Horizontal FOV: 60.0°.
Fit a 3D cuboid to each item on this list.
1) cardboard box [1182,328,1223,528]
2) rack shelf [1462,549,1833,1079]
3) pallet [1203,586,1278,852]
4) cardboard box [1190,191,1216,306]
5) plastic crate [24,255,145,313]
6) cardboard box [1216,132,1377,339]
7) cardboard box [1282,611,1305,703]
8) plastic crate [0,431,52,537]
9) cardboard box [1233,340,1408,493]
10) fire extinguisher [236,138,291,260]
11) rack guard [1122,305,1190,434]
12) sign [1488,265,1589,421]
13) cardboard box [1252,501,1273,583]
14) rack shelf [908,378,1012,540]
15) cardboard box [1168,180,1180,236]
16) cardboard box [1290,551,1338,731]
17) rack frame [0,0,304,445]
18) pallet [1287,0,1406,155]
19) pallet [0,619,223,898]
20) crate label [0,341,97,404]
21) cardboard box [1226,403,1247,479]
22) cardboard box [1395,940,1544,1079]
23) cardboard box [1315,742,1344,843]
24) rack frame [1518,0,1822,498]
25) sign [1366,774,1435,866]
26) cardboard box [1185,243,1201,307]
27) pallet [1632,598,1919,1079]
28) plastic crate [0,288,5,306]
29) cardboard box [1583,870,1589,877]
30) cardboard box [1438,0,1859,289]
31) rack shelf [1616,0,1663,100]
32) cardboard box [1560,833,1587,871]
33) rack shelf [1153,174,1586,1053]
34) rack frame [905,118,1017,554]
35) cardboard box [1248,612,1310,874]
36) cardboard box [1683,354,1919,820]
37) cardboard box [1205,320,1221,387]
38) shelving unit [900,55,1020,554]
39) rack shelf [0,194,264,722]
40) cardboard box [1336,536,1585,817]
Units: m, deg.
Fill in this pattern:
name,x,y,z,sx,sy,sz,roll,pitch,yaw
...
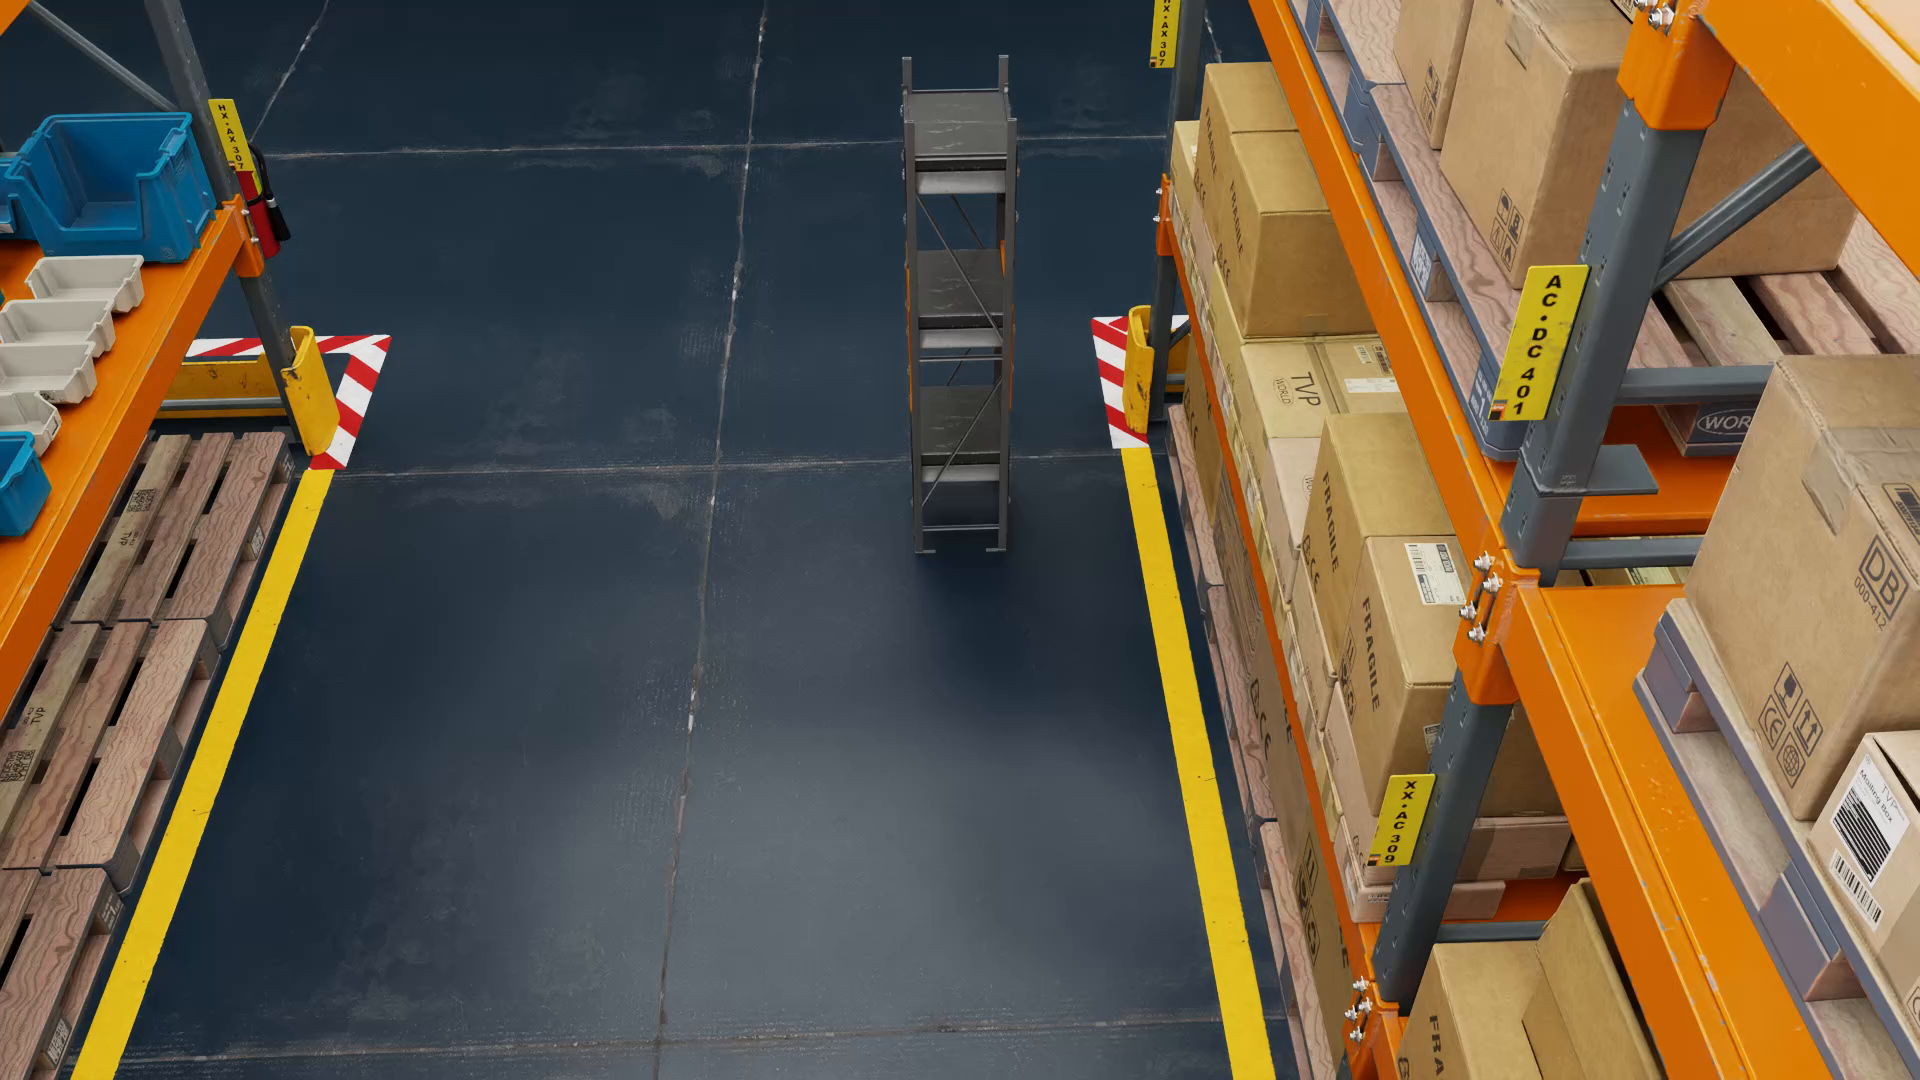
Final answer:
name,x,y,z,sx,sy,sz,roll,pitch,yaw
cardboard box,1.492,-0.671,7.173,0.875,0.875,0.875,-2,43,-2
rack shelf,1.640,1.481,1.876,1.077,0.370,4.000,-2,43,-2
pallet,1.546,0.658,6.525,1.003,0.211,1.213,-2,43,-2
cardboard box,1.165,-1.101,6.272,0.500,0.250,0.500,-2,43,-2
plastic crate,-3.348,-0.966,6.385,0.396,0.136,0.243,-2,43,-2
cardboard box,1.185,-1.041,5.651,0.500,0.500,0.500,-3,43,-3
cardboard box,1.182,0.347,4.987,0.380,0.149,0.250,-1,43,-1
plastic crate,-3.220,-0.168,5.443,0.416,0.233,0.300,-2,43,-2
cardboard box,1.210,-0.409,5.517,0.500,0.250,0.500,-2,43,-3
fire extinguisher,-3.116,-1.536,7.188,0.296,0.674,0.183,-2,43,-2
rack guard,1.384,-0.824,7.928,1.175,0.500,0.348,-2,43,-2
sign,1.001,-0.337,2.886,0.100,0.325,0.005,-2,43,-2
cardboard box,1.160,0.000,5.366,0.380,0.149,0.250,-2,43,-2
rack shelf,-0.007,-0.360,7.294,0.431,0.518,0.480,-2,43,-2
cardboard box,1.071,-1.387,6.879,0.380,0.149,0.250,-1,43,-1
cardboard box,1.250,0.277,4.768,0.500,0.250,0.500,0,43,-1
rack frame,-3.563,-1.587,6.911,1.000,3.000,0.127,-2,43,-2
pallet,1.482,-1.476,4.636,1.003,0.211,1.213,-2,43,-2
pallet,-3.518,0.821,6.348,1.003,0.211,1.213,-2,43,-2
crate label,-3.314,-0.583,5.967,0.396,0.136,0.243,-2,43,-2
cardboard box,1.137,-0.349,5.746,0.380,0.149,0.250,-3,43,-3
cardboard box,1.325,1.252,3.740,0.500,0.500,0.500,-2,43,-2
cardboard box,1.204,0.694,4.609,0.380,0.149,0.250,-1,43,-1
rack frame,1.555,-1.240,2.093,1.000,3.000,0.127,-2,43,-2
sign,1.001,0.640,3.782,0.100,0.325,0.005,-2,43,-2
cardboard box,1.094,-1.041,6.502,0.380,0.149,0.250,-3,43,-3
pallet,1.643,0.554,2.497,0.805,0.209,1.217,-3,43,-4
plastic crate,-3.854,-0.927,6.270,0.416,0.233,0.300,-2,43,-2
cardboard box,1.875,0.855,4.433,0.380,0.149,0.250,-2,43,-2
cardboard box,1.462,-0.889,3.471,0.700,0.500,0.500,-4,43,-4
rack shelf,1.470,-2.178,3.944,1.077,0.370,4.000,-2,43,-2
cardboard box,1.797,0.592,4.424,0.500,0.250,0.500,-2,43,-3
rack shelf,1.470,-0.114,5.836,1.077,0.370,4.000,-2,43,-2
rack frame,0.003,-0.721,6.632,0.400,2.100,0.015,-2,43,-2
cardboard box,1.569,0.544,5.847,0.875,0.875,0.875,-2,43,-2
cardboard box,1.590,0.065,2.504,0.700,0.500,0.500,-1,43,-1
cardboard box,1.116,-0.694,6.122,0.380,0.149,0.250,-2,43,-3
shelving unit,-0.007,-0.886,6.812,0.431,2.100,0.503,-2,43,-2
rack shelf,-3.478,0.029,5.681,1.077,0.370,4.000,-2,43,-2
cardboard box,1.268,0.338,4.147,0.500,0.500,0.500,-1,43,-1
